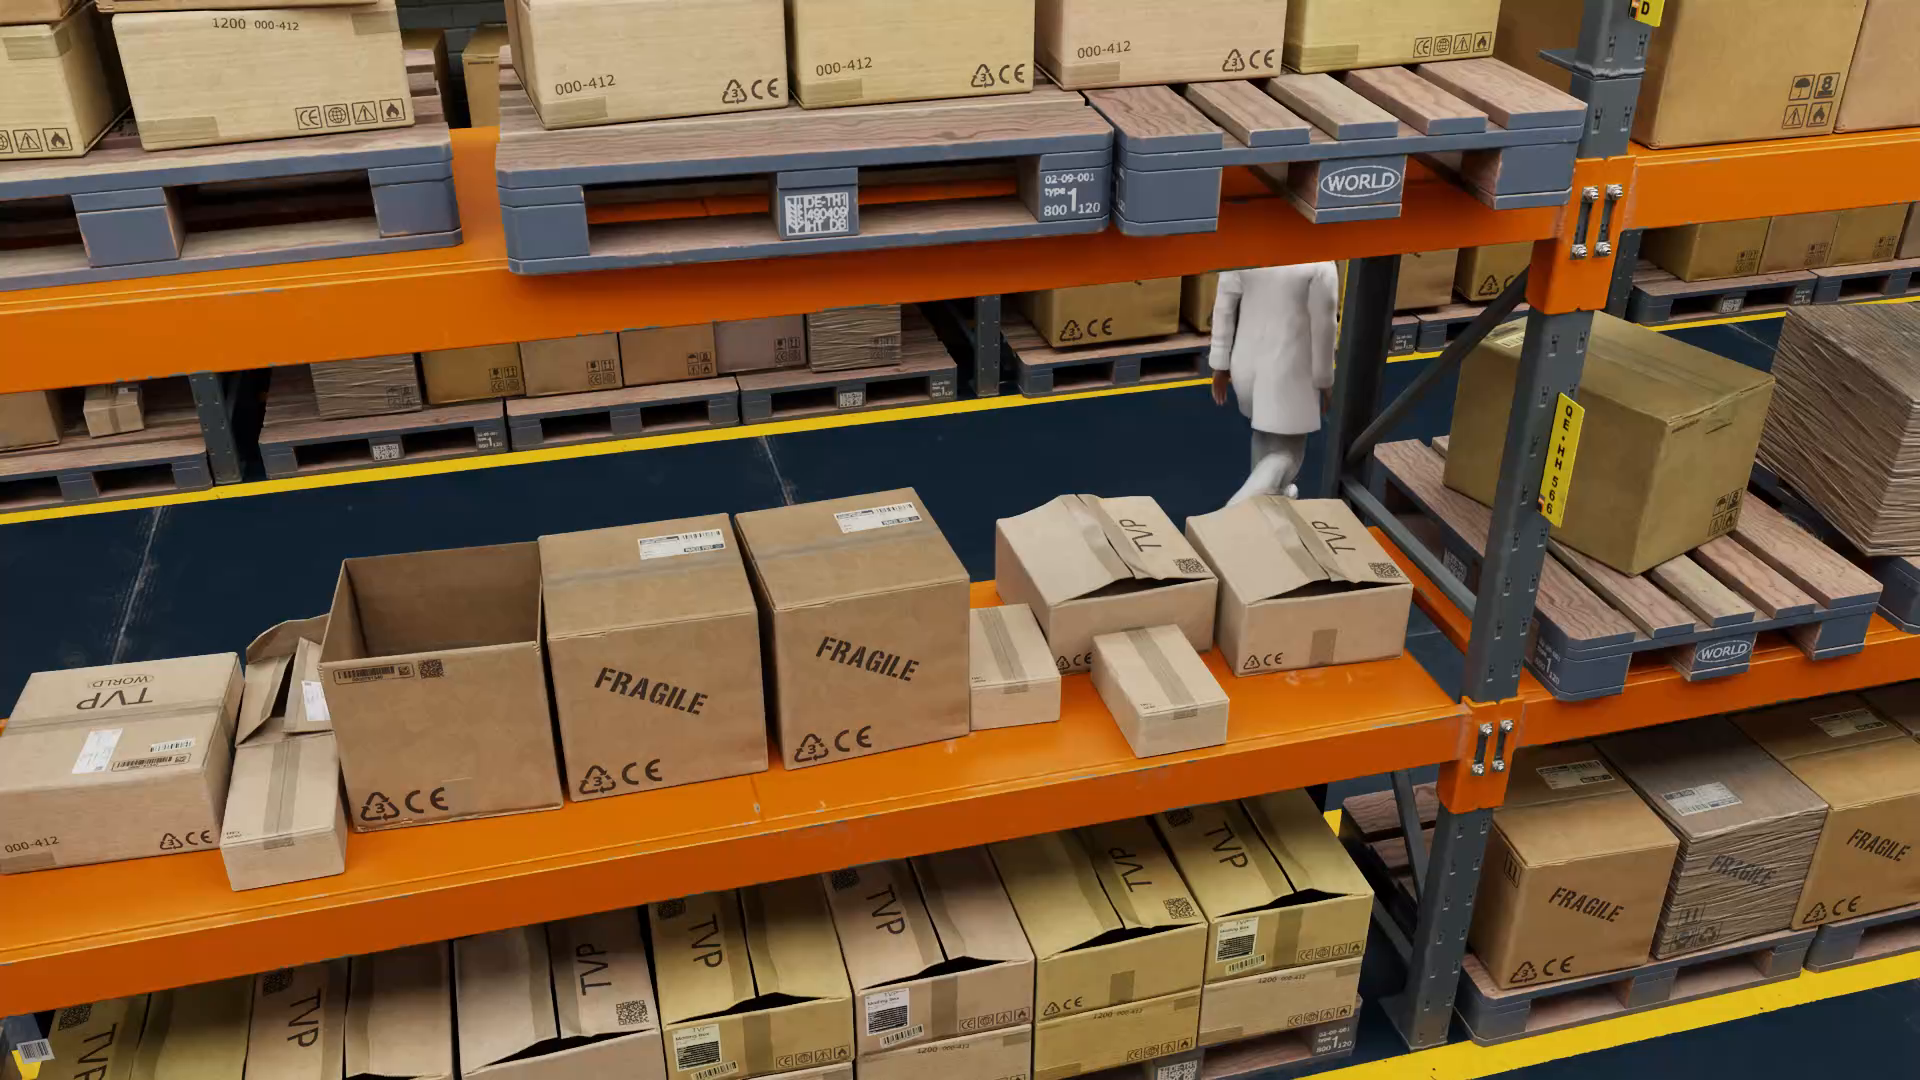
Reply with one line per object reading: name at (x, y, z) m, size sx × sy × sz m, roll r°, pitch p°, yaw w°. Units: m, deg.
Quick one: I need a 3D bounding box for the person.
person at (1.381, -0.746, 7.432) m, size 0.572 × 1.745 × 1.001 m, roll 22°, pitch 37°, yaw 34°
